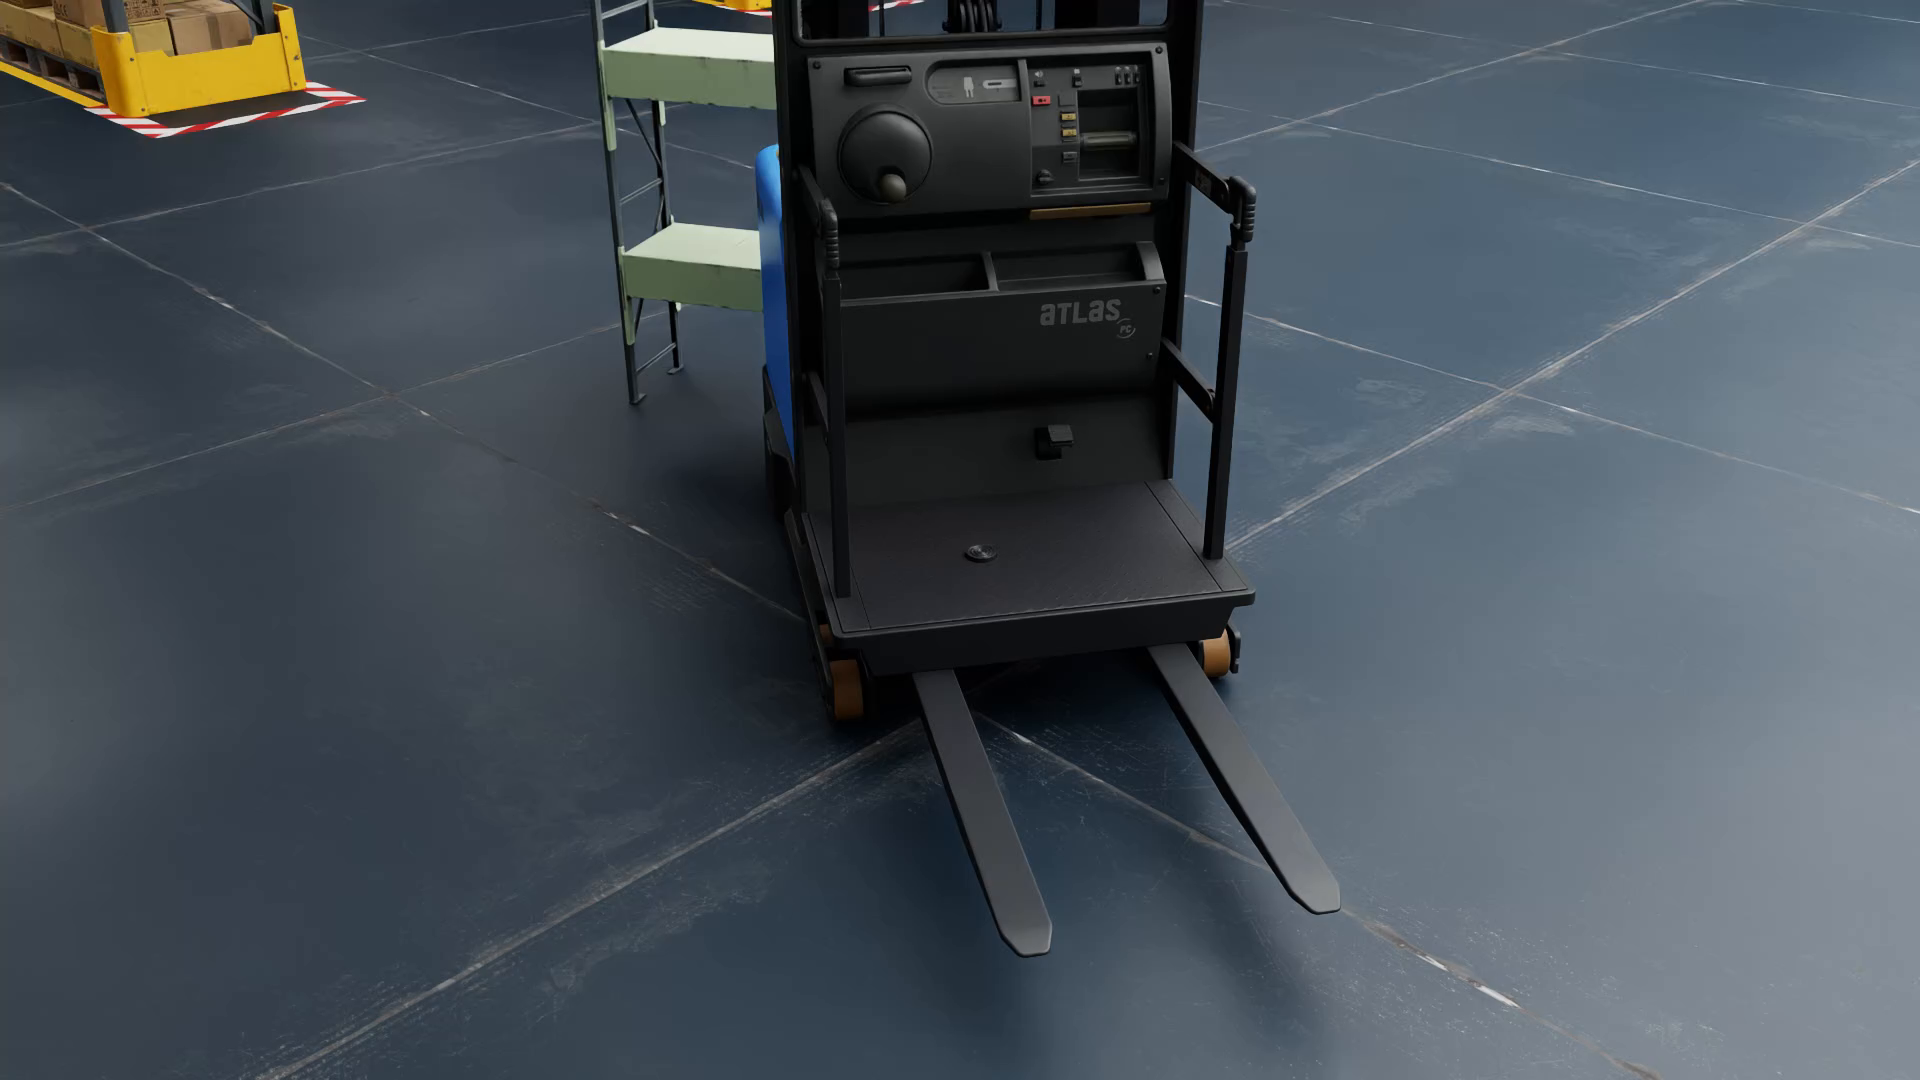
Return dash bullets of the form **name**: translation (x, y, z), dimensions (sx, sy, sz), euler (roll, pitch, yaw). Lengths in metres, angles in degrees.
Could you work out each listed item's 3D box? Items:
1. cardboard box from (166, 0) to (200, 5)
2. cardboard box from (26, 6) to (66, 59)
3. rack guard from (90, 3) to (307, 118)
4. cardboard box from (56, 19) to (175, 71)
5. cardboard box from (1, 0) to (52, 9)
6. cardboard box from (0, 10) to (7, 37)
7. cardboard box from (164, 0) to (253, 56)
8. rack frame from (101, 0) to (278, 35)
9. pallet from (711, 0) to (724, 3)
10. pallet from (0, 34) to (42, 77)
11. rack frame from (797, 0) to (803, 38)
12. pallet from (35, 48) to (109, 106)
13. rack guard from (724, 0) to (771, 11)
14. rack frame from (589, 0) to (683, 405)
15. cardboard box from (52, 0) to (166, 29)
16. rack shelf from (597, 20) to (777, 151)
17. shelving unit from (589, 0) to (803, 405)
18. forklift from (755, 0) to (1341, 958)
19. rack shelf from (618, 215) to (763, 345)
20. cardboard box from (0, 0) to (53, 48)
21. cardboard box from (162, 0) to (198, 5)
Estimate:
- **cardboard box**: translation (-5.380, -3.530, 11.244), dimensions (0.500, 0.250, 0.500), euler (25, 36, 38)
- **cardboard box**: translation (-5.749, -3.356, 10.912), dimensions (0.500, 0.250, 0.500), euler (25, 36, 38)
- **rack guard**: translation (-4.777, -3.036, 10.487), dimensions (0.348, 0.500, 1.175), euler (25, 36, 38)
- **cardboard box**: translation (-5.384, -3.196, 10.609), dimensions (0.500, 0.250, 0.500), euler (25, 36, 38)
- **cardboard box**: translation (-6.109, -3.849, 11.045), dimensions (0.500, 0.500, 0.500), euler (25, 36, 38)
- **cardboard box**: translation (-6.462, -3.682, 11.532), dimensions (0.500, 0.250, 0.500), euler (25, 36, 38)
- **cardboard box**: translation (-5.021, -3.368, 10.936), dimensions (0.500, 0.250, 0.500), euler (25, 36, 38)
- **rack frame**: translation (-4.794, -4.151, 9.921), dimensions (0.127, 3.000, 1.000), euler (25, 36, 38)
- **pallet**: translation (-1.982, -4.835, 14.219), dimensions (1.213, 0.211, 1.003), euler (25, 36, 38)
- **pallet**: translation (-6.235, -3.550, 11.775), dimensions (1.213, 0.211, 1.003), euler (25, 36, 38)
- **rack frame**: translation (-0.467, -1.153, 5.831), dimensions (0.023, 1.500, 0.400), euler (9, 29, 16)
- **pallet**: translation (-5.369, -3.152, 11.018), dimensions (1.213, 0.211, 1.003), euler (25, 36, 38)
- **rack guard**: translation (-1.406, -4.696, 13.644), dimensions (0.348, 0.500, 1.175), euler (25, 36, 38)
- **rack frame**: translation (-1.163, -1.259, 6.033), dimensions (0.023, 1.500, 0.400), euler (9, 29, 16)
- **cardboard box**: translation (-5.385, -3.528, 10.433), dimensions (0.500, 0.500, 0.500), euler (25, 36, 38)
- **rack shelf**: translation (-0.815, -1.552, 5.751), dimensions (0.720, 0.370, 0.431), euler (9, 29, 16)
- **shelving unit**: translation (-0.815, -1.206, 5.932), dimensions (0.755, 1.500, 0.431), euler (9, 29, 16)
- **forklift**: translation (0.130, -1.012, 4.025), dimensions (1.130, 2.935, 3.031), euler (-6, 28, -11)
- **rack shelf**: translation (-0.815, -0.918, 6.084), dimensions (0.720, 0.370, 0.431), euler (9, 29, 16)
- **cardboard box**: translation (-6.107, -3.518, 11.221), dimensions (0.500, 0.250, 0.500), euler (25, 36, 38)
- **cardboard box**: translation (-5.379, -3.863, 11.071), dimensions (0.500, 0.500, 0.500), euler (25, 36, 38)
